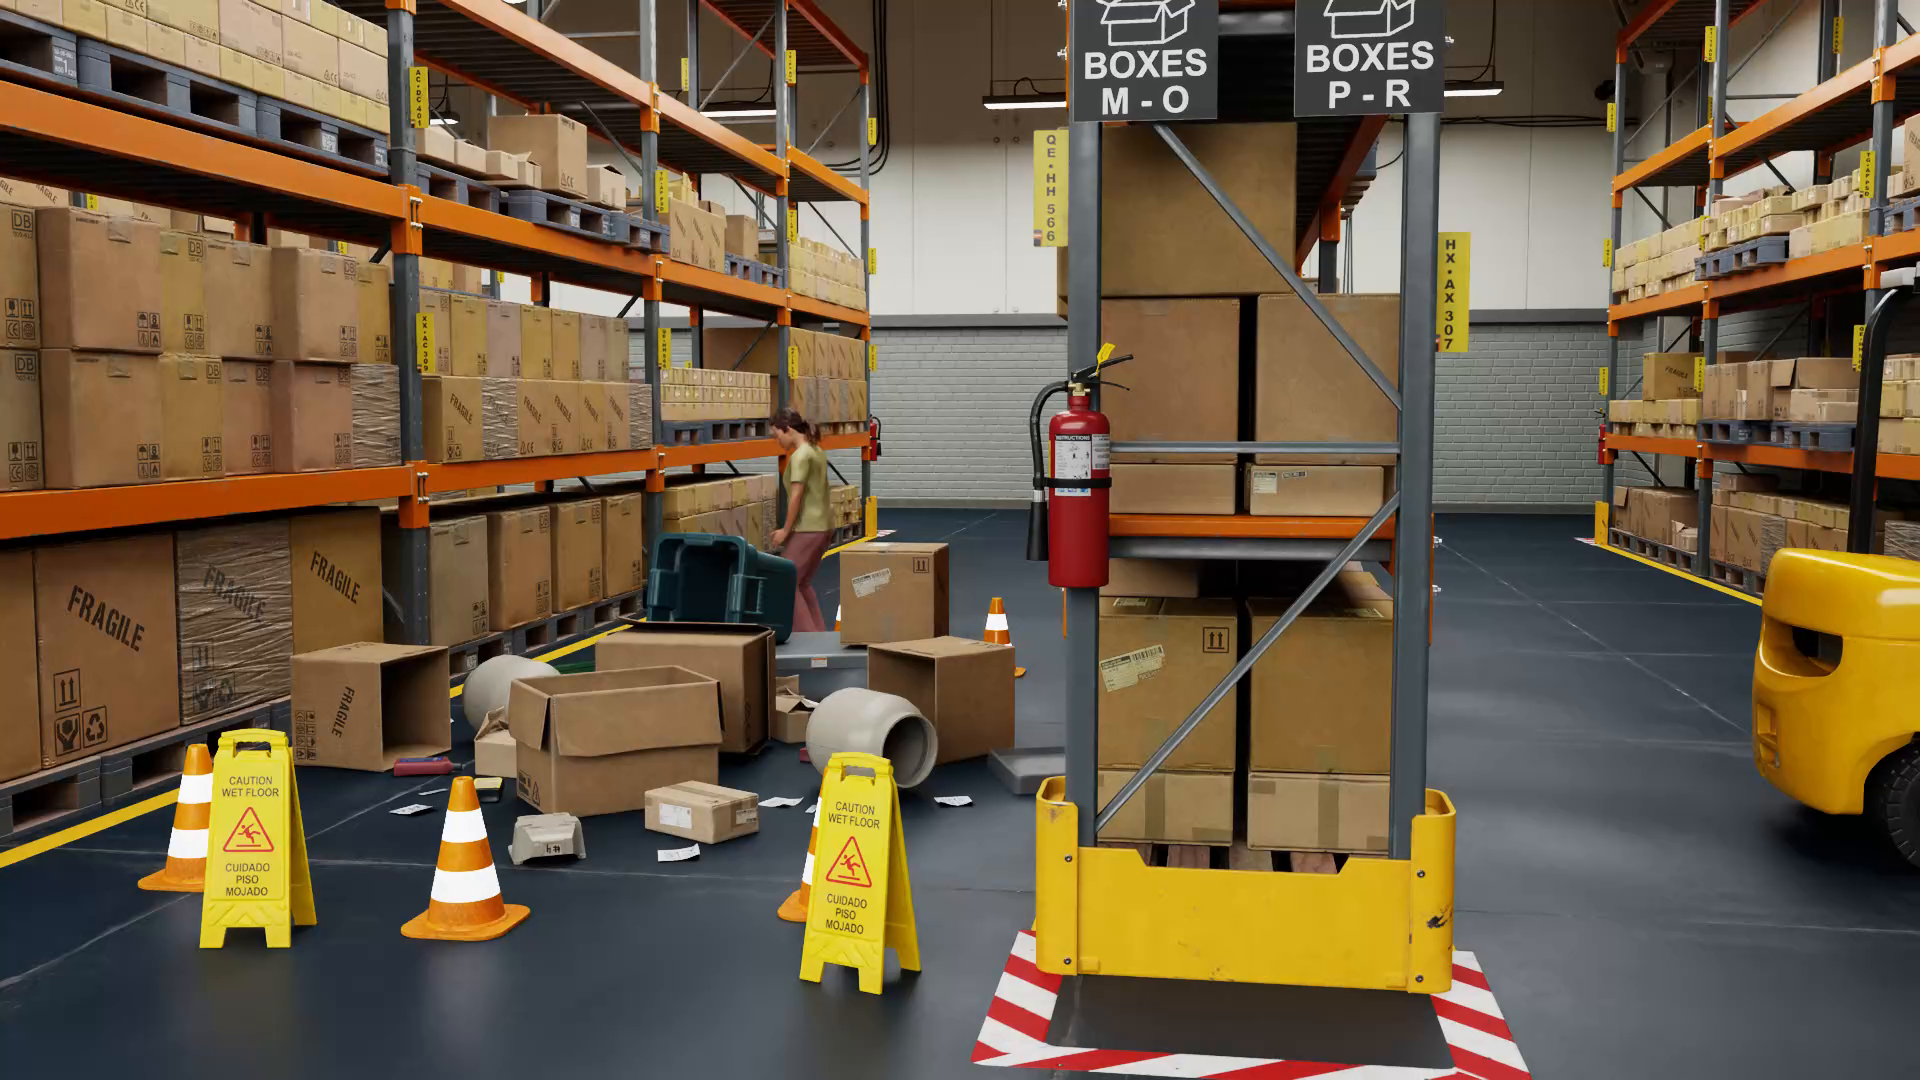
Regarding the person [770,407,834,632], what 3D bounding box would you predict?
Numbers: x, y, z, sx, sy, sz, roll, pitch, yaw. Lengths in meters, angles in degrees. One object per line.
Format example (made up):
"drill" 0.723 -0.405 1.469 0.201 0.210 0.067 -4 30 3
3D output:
"person" -1.025 -0.040 10.728 0.388 1.627 0.470 1 5 10
